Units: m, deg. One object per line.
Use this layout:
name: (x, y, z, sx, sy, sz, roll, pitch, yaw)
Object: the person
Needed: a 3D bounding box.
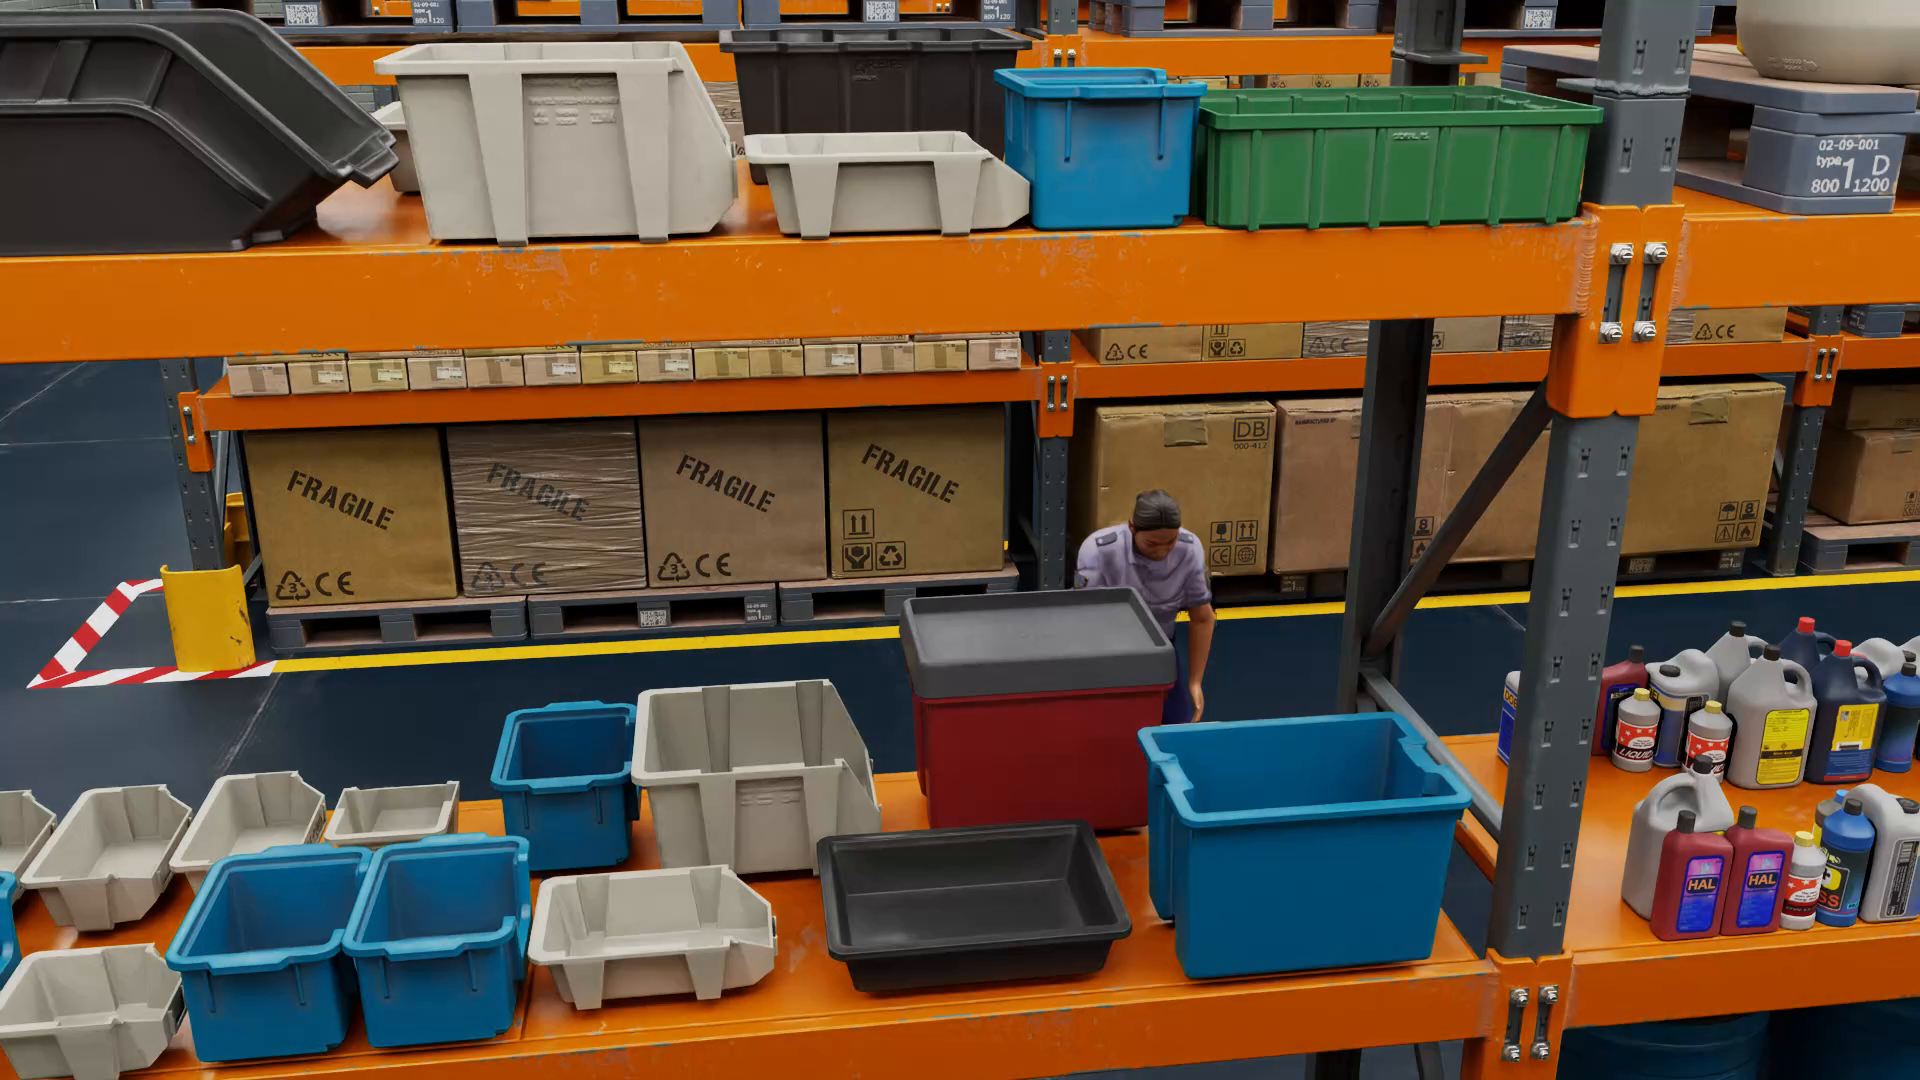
person: (0.639, 0.498, 5.959, 0.522, 1.510, 0.477, -3, 20, -7)
